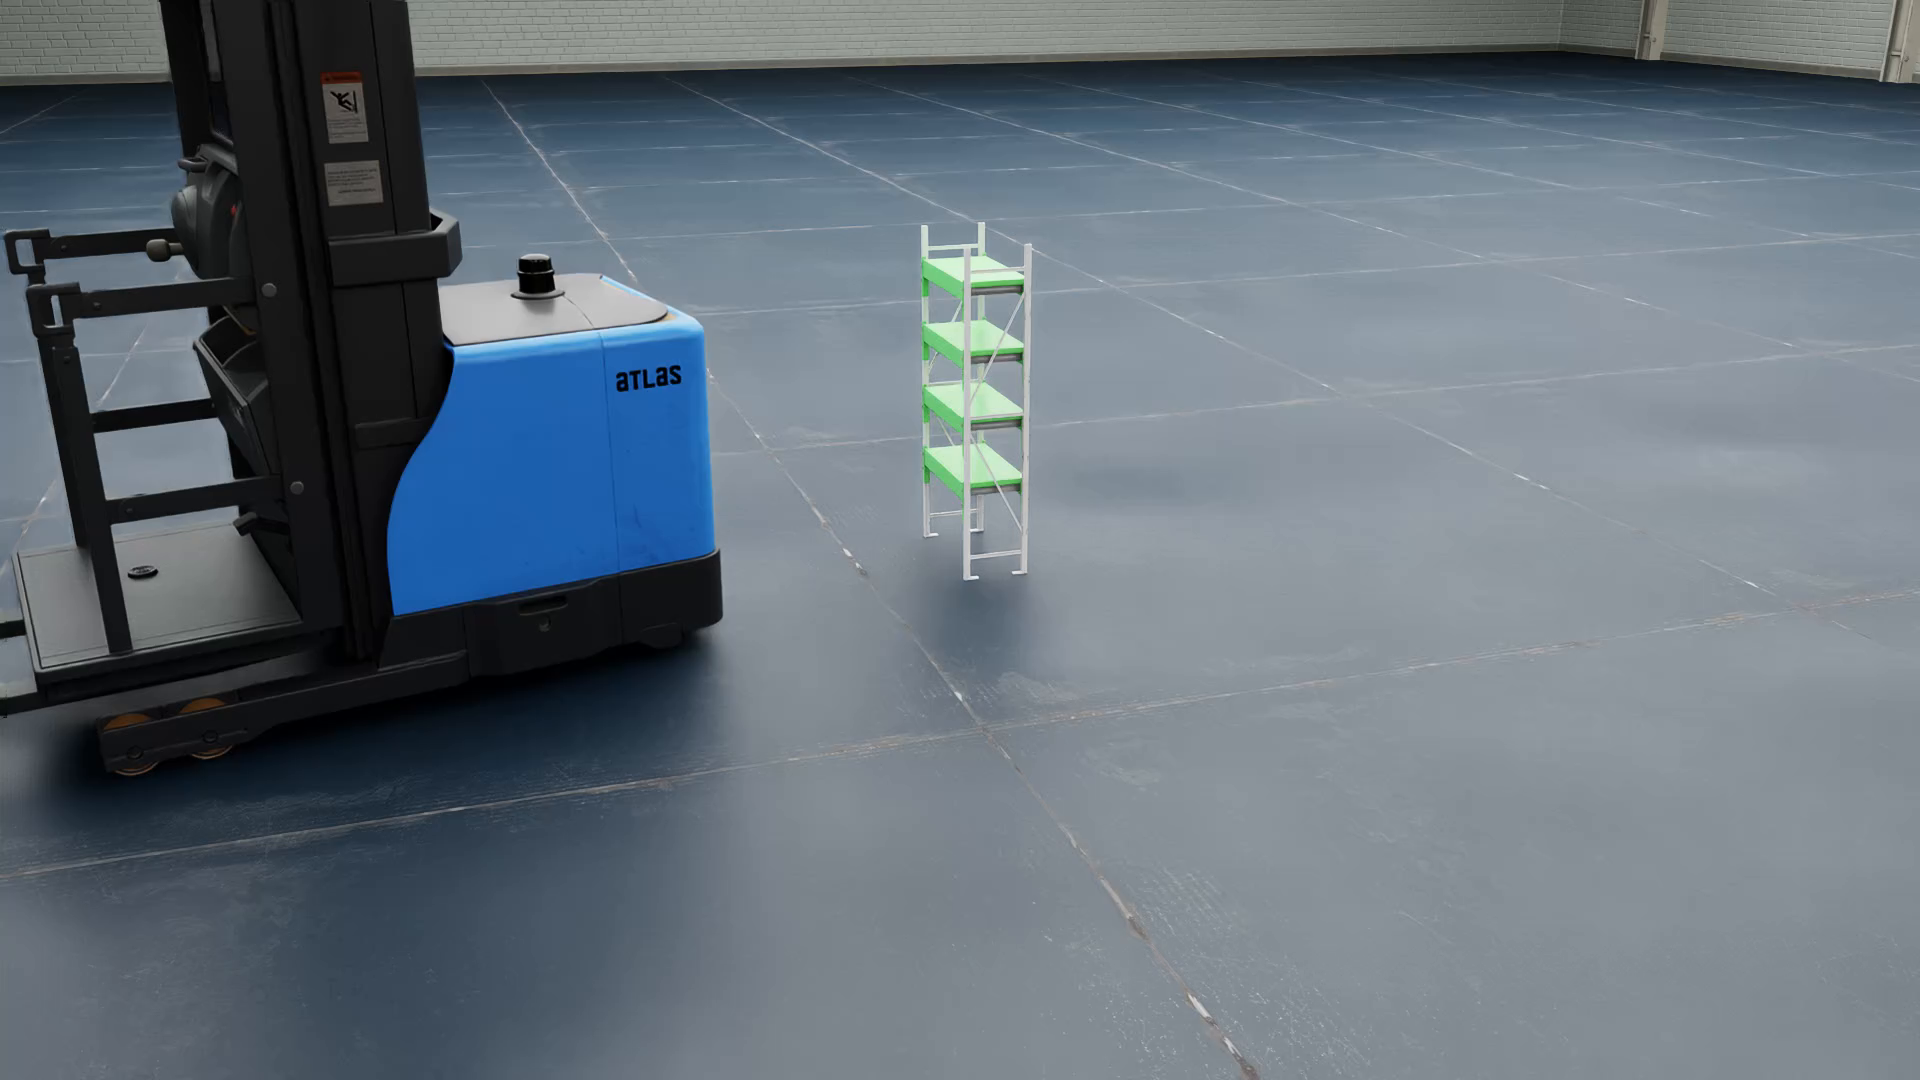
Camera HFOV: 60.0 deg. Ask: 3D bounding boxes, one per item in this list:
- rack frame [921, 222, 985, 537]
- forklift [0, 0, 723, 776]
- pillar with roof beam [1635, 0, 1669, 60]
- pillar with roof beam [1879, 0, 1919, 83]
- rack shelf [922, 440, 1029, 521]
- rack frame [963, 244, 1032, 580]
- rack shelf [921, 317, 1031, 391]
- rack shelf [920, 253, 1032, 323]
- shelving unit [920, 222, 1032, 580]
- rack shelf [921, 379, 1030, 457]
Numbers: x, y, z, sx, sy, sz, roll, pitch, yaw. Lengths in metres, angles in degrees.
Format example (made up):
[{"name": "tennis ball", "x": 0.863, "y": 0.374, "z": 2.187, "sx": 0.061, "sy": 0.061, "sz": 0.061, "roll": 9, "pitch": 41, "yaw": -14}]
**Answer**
[{"name": "rack frame", "x": -0.025, "y": -0.590, "z": 6.284, "sx": 0.240, "sy": 1.200, "sz": 0.015, "roll": -6, "pitch": 21, "yaw": -17}, {"name": "forklift", "x": -2.310, "y": -0.931, "z": 4.673, "sx": 3.031, "sy": 2.935, "sz": 1.130, "roll": -12, "pitch": 23, "yaw": -29}, {"name": "pillar with roof beam", "x": 9.507, "y": -13.279, "z": 30.074, "sx": 9.100, "sy": 9.000, "sz": 0.400, "roll": -6, "pitch": 21, "yaw": -17}, {"name": "pillar with roof beam", "x": 11.392, "y": -11.354, "z": 24.714, "sx": 9.100, "sy": 9.000, "sz": 0.400, "roll": -6, "pitch": 21, "yaw": -17}, {"name": "rack shelf", "x": 0.052, "y": -0.226, "z": 6.169, "sx": 0.258, "sy": 0.148, "sz": 0.480, "roll": -6, "pitch": 21, "yaw": -17}, {"name": "rack frame", "x": 0.129, "y": -0.433, "z": 5.848, "sx": 0.240, "sy": 1.200, "sz": 0.015, "roll": -6, "pitch": 21, "yaw": -17}, {"name": "rack shelf", "x": 0.052, "y": -0.677, "z": 6.006, "sx": 0.258, "sy": 0.148, "sz": 0.480, "roll": -6, "pitch": 21, "yaw": -17}, {"name": "rack shelf", "x": 0.052, "y": -0.903, "z": 5.925, "sx": 0.258, "sy": 0.148, "sz": 0.480, "roll": -6, "pitch": 21, "yaw": -17}, {"name": "shelving unit", "x": 0.052, "y": -0.512, "z": 6.066, "sx": 0.258, "sy": 1.200, "sz": 0.503, "roll": -6, "pitch": 21, "yaw": -17}, {"name": "rack shelf", "x": 0.052, "y": -0.451, "z": 6.087, "sx": 0.258, "sy": 0.148, "sz": 0.480, "roll": -6, "pitch": 21, "yaw": -17}]
